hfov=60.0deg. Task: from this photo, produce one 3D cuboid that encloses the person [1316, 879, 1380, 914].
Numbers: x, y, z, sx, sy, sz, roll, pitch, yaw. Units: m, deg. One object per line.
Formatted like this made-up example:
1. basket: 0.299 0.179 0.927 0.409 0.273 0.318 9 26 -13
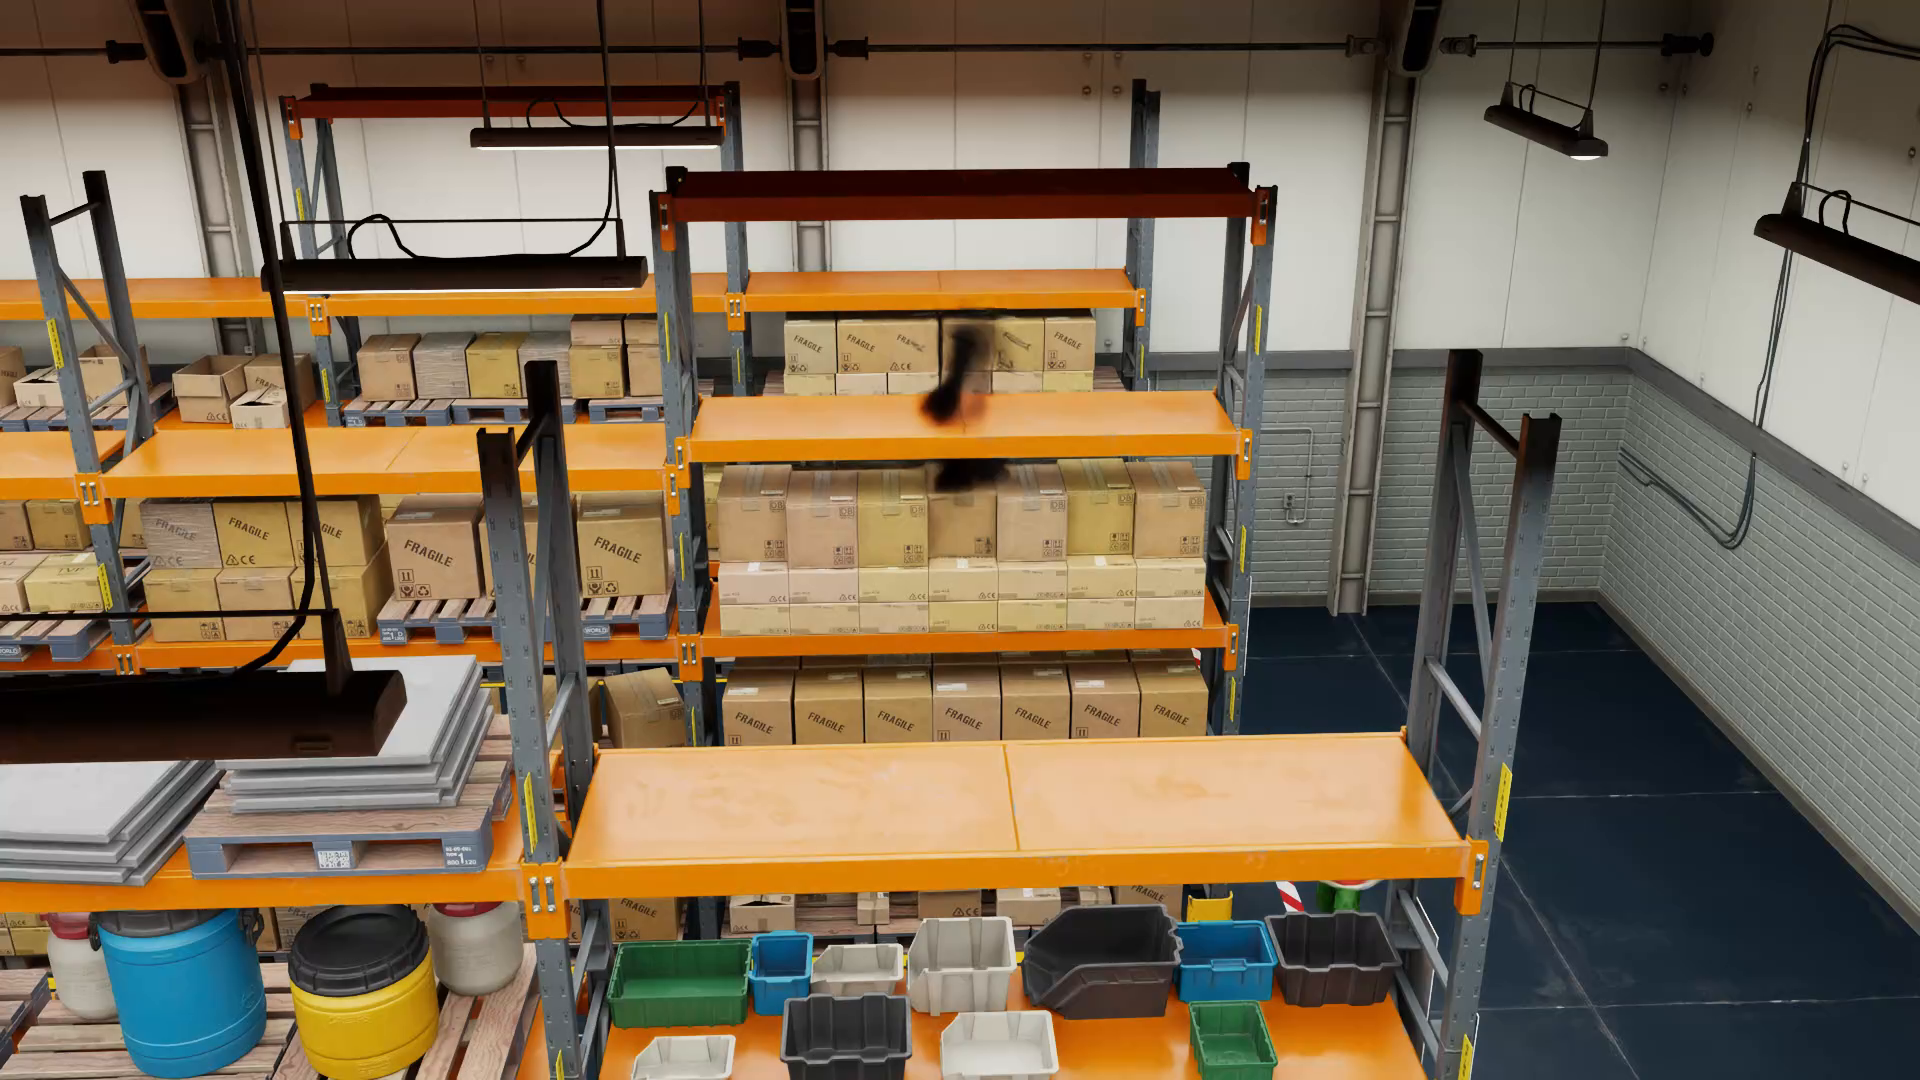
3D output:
1. person: 2.837 2.576 12.458 0.667 1.822 0.820 20 30 41
